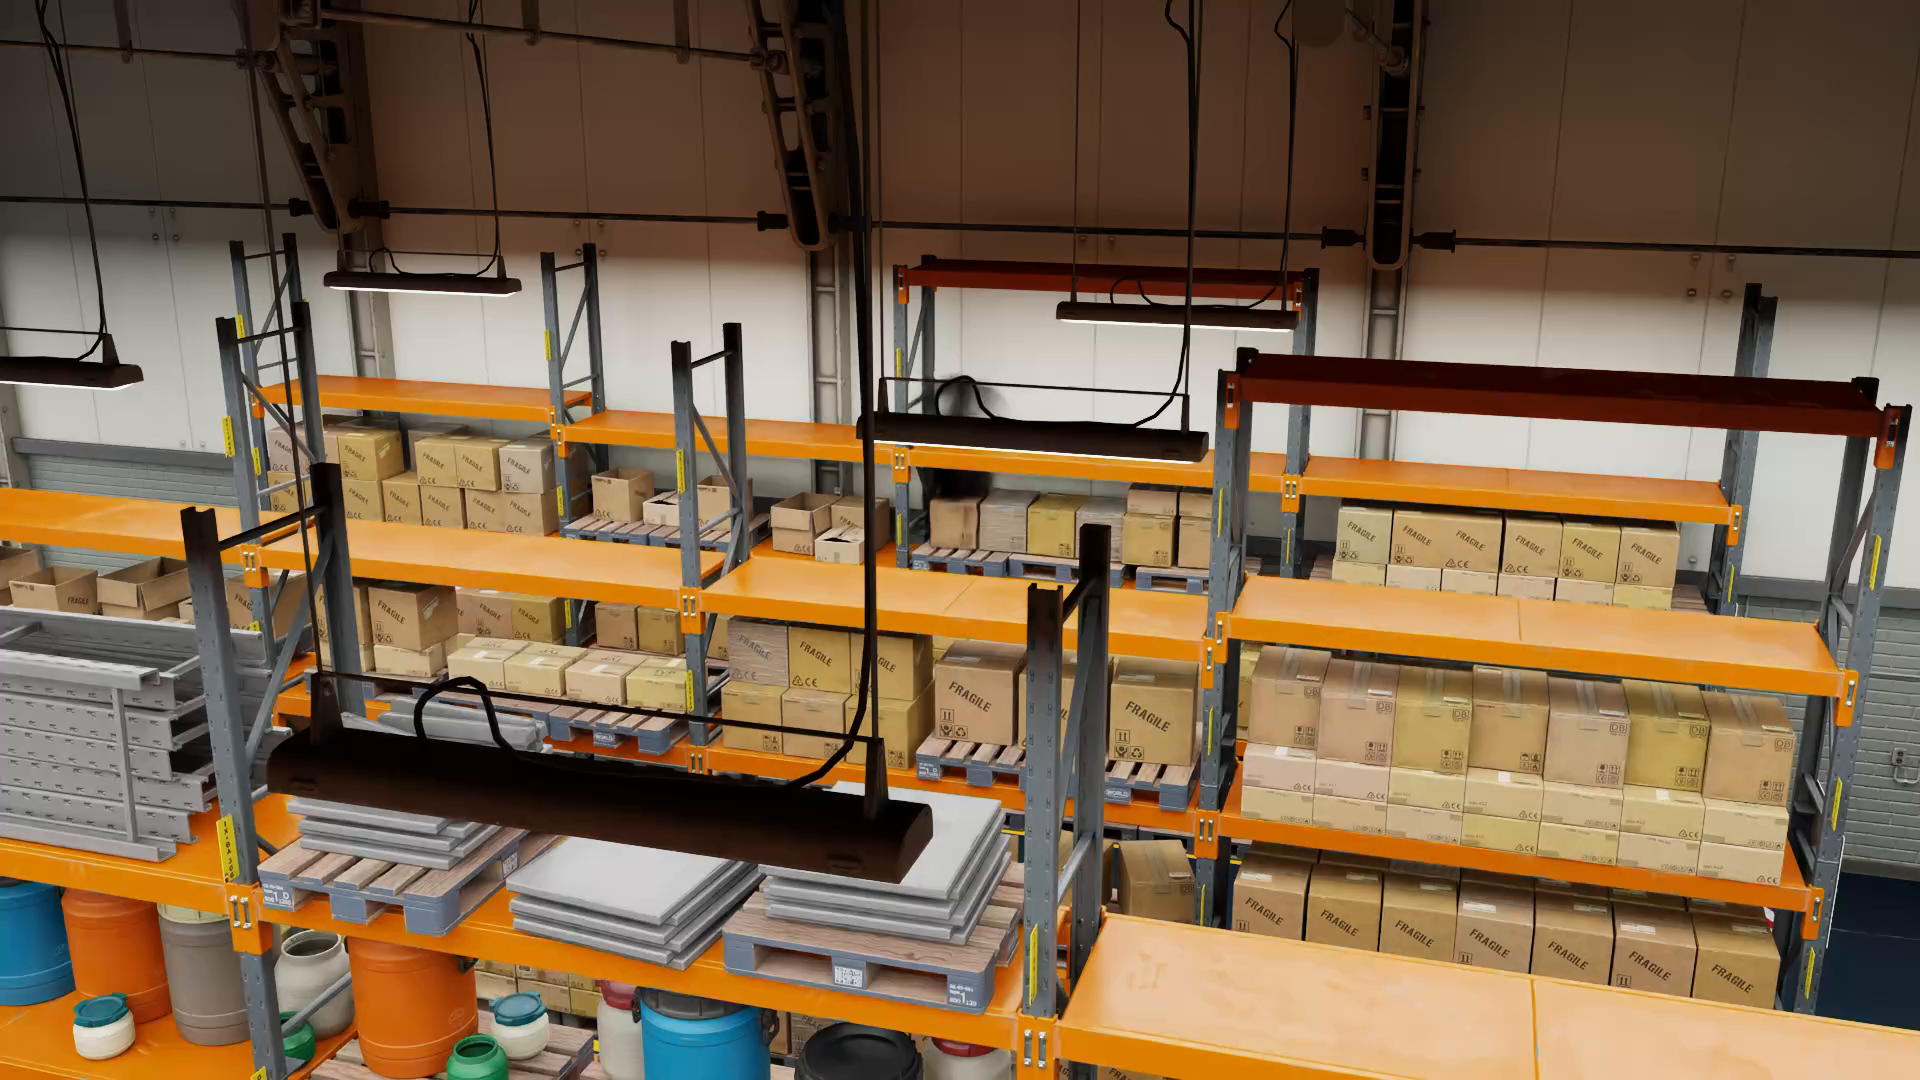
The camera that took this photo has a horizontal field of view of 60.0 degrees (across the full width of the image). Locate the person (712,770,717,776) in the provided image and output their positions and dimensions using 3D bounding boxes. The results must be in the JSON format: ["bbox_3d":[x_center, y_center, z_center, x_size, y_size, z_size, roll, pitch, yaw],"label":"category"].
[{"bbox_3d":[-2.239,2.933,15.500,0.947,1.776,0.739,3,16,10],"label":"person"}]
